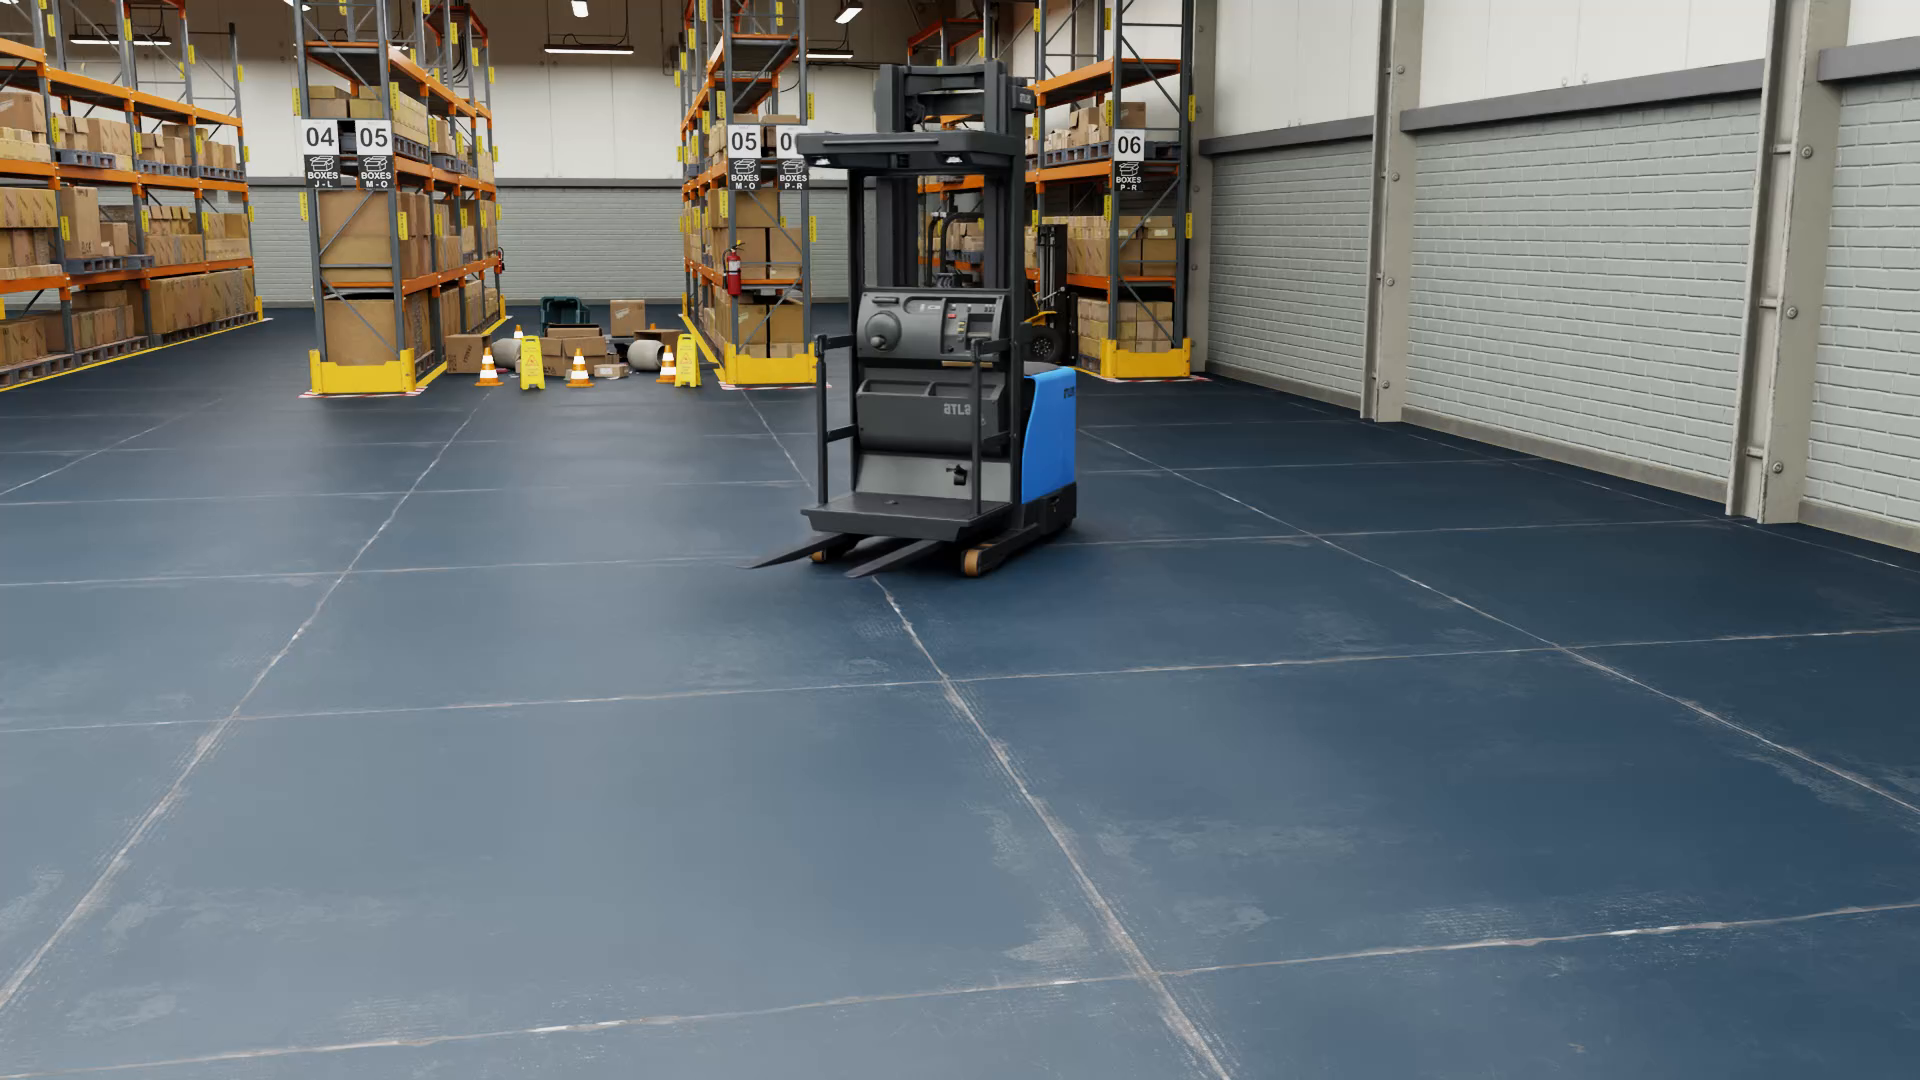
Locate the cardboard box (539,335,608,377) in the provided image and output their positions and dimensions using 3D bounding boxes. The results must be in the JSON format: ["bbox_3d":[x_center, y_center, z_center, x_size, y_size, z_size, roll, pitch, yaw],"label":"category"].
[{"bbox_3d":[-5.225,-2.489,22.428,0.637,0.503,0.797,9,14,38],"label":"cardboard box"}]

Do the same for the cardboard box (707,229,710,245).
[{"bbox_3d":[-3.787,-4.979,26.645,0.500,0.500,0.500,-3,11,-13],"label":"cardboard box"}]

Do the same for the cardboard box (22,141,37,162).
[{"bbox_3d":[-12.462,-5.088,21.785,0.500,0.250,0.500,-2,11,-10],"label":"cardboard box"}]

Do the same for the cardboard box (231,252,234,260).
[{"bbox_3d":[-14.543,-5.602,32.780,0.380,0.149,0.250,-2,11,-10],"label":"cardboard box"}]

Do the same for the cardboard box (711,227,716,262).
[{"bbox_3d":[-3.366,-4.323,24.325,0.500,0.500,0.500,-2,11,-11],"label":"cardboard box"}]

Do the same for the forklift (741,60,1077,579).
[{"bbox_3d":[-0.259,-1.315,9.765,1.130,2.935,3.031,5,12,22],"label":"forklift"}]

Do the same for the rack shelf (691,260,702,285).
[{"bbox_3d":[-4.345,-4.966,30.689,1.077,0.370,4.000,-2,11,-11],"label":"rack shelf"}]

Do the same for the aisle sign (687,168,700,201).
[{"bbox_3d":[-5.810,-7.699,36.174,0.394,0.787,0.004,-2,11,-11],"label":"aisle sign"}]

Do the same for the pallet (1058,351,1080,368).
[{"bbox_3d":[2.045,-2.659,24.100,1.003,0.211,1.213,-2,11,-11],"label":"pallet"}]

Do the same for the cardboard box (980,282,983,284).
[{"bbox_3d":[0.601,-5.015,32.850,0.380,0.149,0.250,-2,11,-10],"label":"cardboard box"}]

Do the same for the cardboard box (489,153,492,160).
[{"bbox_3d":[-9.995,-8.012,34.745,0.380,0.149,0.250,-2,11,-12],"label":"cardboard box"}]

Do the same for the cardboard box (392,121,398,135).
[{"bbox_3d":[-6.988,-4.967,20.028,0.380,0.149,0.250,-2,11,-11],"label":"cardboard box"}]

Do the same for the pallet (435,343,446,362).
[{"bbox_3d":[-8.238,-2.789,24.786,1.003,0.211,1.213,-2,11,-11],"label":"pallet"}]

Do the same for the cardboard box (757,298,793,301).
[{"bbox_3d":[-2.598,-3.157,23.487,0.500,0.500,0.500,-2,11,-8],"label":"cardboard box"}]

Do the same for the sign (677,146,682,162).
[{"bbox_3d":[-6.057,-8.342,35.933,0.100,0.325,0.005,-2,11,-11],"label":"sign"}]

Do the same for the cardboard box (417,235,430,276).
[{"bbox_3d":[-7.801,-3.927,22.904,0.875,0.550,0.550,-2,11,-11],"label":"cardboard box"}]

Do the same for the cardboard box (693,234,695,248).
[{"bbox_3d":[-4.724,-5.579,31.050,0.500,0.250,0.500,-2,11,-10],"label":"cardboard box"}]

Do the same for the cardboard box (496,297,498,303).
[{"bbox_3d":[-9.965,-5.087,35.105,0.380,0.149,0.250,-2,11,-13],"label":"cardboard box"}]

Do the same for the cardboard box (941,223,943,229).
[{"bbox_3d":[0.009,-6.026,32.943,0.700,0.500,0.500,-2,11,-10],"label":"cardboard box"}]

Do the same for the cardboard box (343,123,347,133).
[{"bbox_3d":[-7.732,-5.034,20.382,0.380,0.149,0.250,-2,11,-10],"label":"cardboard box"}]

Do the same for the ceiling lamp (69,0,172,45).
[{"bbox_3d":[-18.143,-12.278,35.524,2.000,3.185,0.800,-2,11,-11],"label":"ceiling lamp"}]

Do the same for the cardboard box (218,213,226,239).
[{"bbox_3d":[-14.491,-6.050,32.058,0.500,0.500,0.500,-2,11,-13],"label":"cardboard box"}]

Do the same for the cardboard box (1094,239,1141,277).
[{"bbox_3d":[2.115,-3.796,22.352,0.500,0.500,0.500,-2,11,-12],"label":"cardboard box"}]

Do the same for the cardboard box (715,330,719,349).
[{"bbox_3d":[-3.328,-2.956,24.437,0.500,0.250,0.500,-3,11,-14],"label":"cardboard box"}]

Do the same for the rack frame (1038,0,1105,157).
[{"bbox_3d":[1.690,-7.347,25.231,1.000,3.000,0.127,-2,11,-11],"label":"rack frame"}]

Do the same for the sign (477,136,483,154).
[{"bbox_3d":[-9.026,-7.429,31.249,0.100,0.325,0.005,-2,11,-11],"label":"sign"}]

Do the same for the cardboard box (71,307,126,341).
[{"bbox_3d":[-13.406,-3.357,25.819,0.700,0.500,0.500,-3,11,-16],"label":"cardboard box"}]

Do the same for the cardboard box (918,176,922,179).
[{"bbox_3d":[-0.619,-7.869,35.600,0.500,0.250,0.500,-2,11,-13],"label":"cardboard box"}]

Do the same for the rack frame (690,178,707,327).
[{"bbox_3d":[-4.734,-5.686,32.549,1.000,3.000,0.127,-2,11,-11],"label":"rack frame"}]

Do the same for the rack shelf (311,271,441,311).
[{"bbox_3d":[-7.625,-3.300,21.937,1.077,0.370,4.000,-2,11,-11],"label":"rack shelf"}]

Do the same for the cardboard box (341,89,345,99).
[{"bbox_3d":[-7.731,-5.426,20.310,0.380,0.149,0.250,-2,11,-10],"label":"cardboard box"}]

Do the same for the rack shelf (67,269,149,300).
[{"bbox_3d":[-13.288,-3.872,24.941,1.077,0.370,4.000,-2,11,-11],"label":"rack shelf"}]

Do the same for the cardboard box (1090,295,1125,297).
[{"bbox_3d":[2.174,-3.478,24.503,0.500,0.250,0.500,-2,11,-11],"label":"cardboard box"}]

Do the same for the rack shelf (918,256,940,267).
[{"bbox_3d":[-0.255,-5.881,35.495,1.077,0.370,4.000,-2,11,-11],"label":"rack shelf"}]

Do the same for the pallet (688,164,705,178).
[{"bbox_3d":[-4.133,-6.449,29.042,1.213,0.211,1.003,-2,11,-8],"label":"pallet"}]

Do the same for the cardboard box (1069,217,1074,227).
[{"bbox_3d":[1.790,-4.611,24.104,0.380,0.149,0.250,-2,11,-11],"label":"cardboard box"}]

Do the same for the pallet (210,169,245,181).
[{"bbox_3d":[-15.078,-7.354,33.525,1.003,0.211,1.213,-2,11,-11],"label":"pallet"}]

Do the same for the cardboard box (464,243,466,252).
[{"bbox_3d":[-8.940,-5.169,29.382,0.380,0.149,0.250,-2,11,-10],"label":"cardboard box"}]

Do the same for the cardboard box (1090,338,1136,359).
[{"bbox_3d":[2.067,-2.597,22.547,0.500,0.250,0.500,-2,11,-11],"label":"cardboard box"}]

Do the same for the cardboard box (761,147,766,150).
[{"bbox_3d":[-2.325,-5.226,21.714,0.500,0.250,0.500,-2,11,-12],"label":"cardboard box"}]

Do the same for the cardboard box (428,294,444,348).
[{"bbox_3d":[-8.223,-3.232,24.549,1.050,0.750,0.750,-2,11,-11],"label":"cardboard box"}]

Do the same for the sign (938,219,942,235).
[{"bbox_3d":[-0.396,-6.271,33.308,0.100,0.325,0.005,-2,11,-11],"label":"sign"}]

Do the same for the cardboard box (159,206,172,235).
[{"bbox_3d":[-14.064,-5.511,28.679,0.797,0.503,0.637,-2,11,-9],"label":"cardboard box"}]
